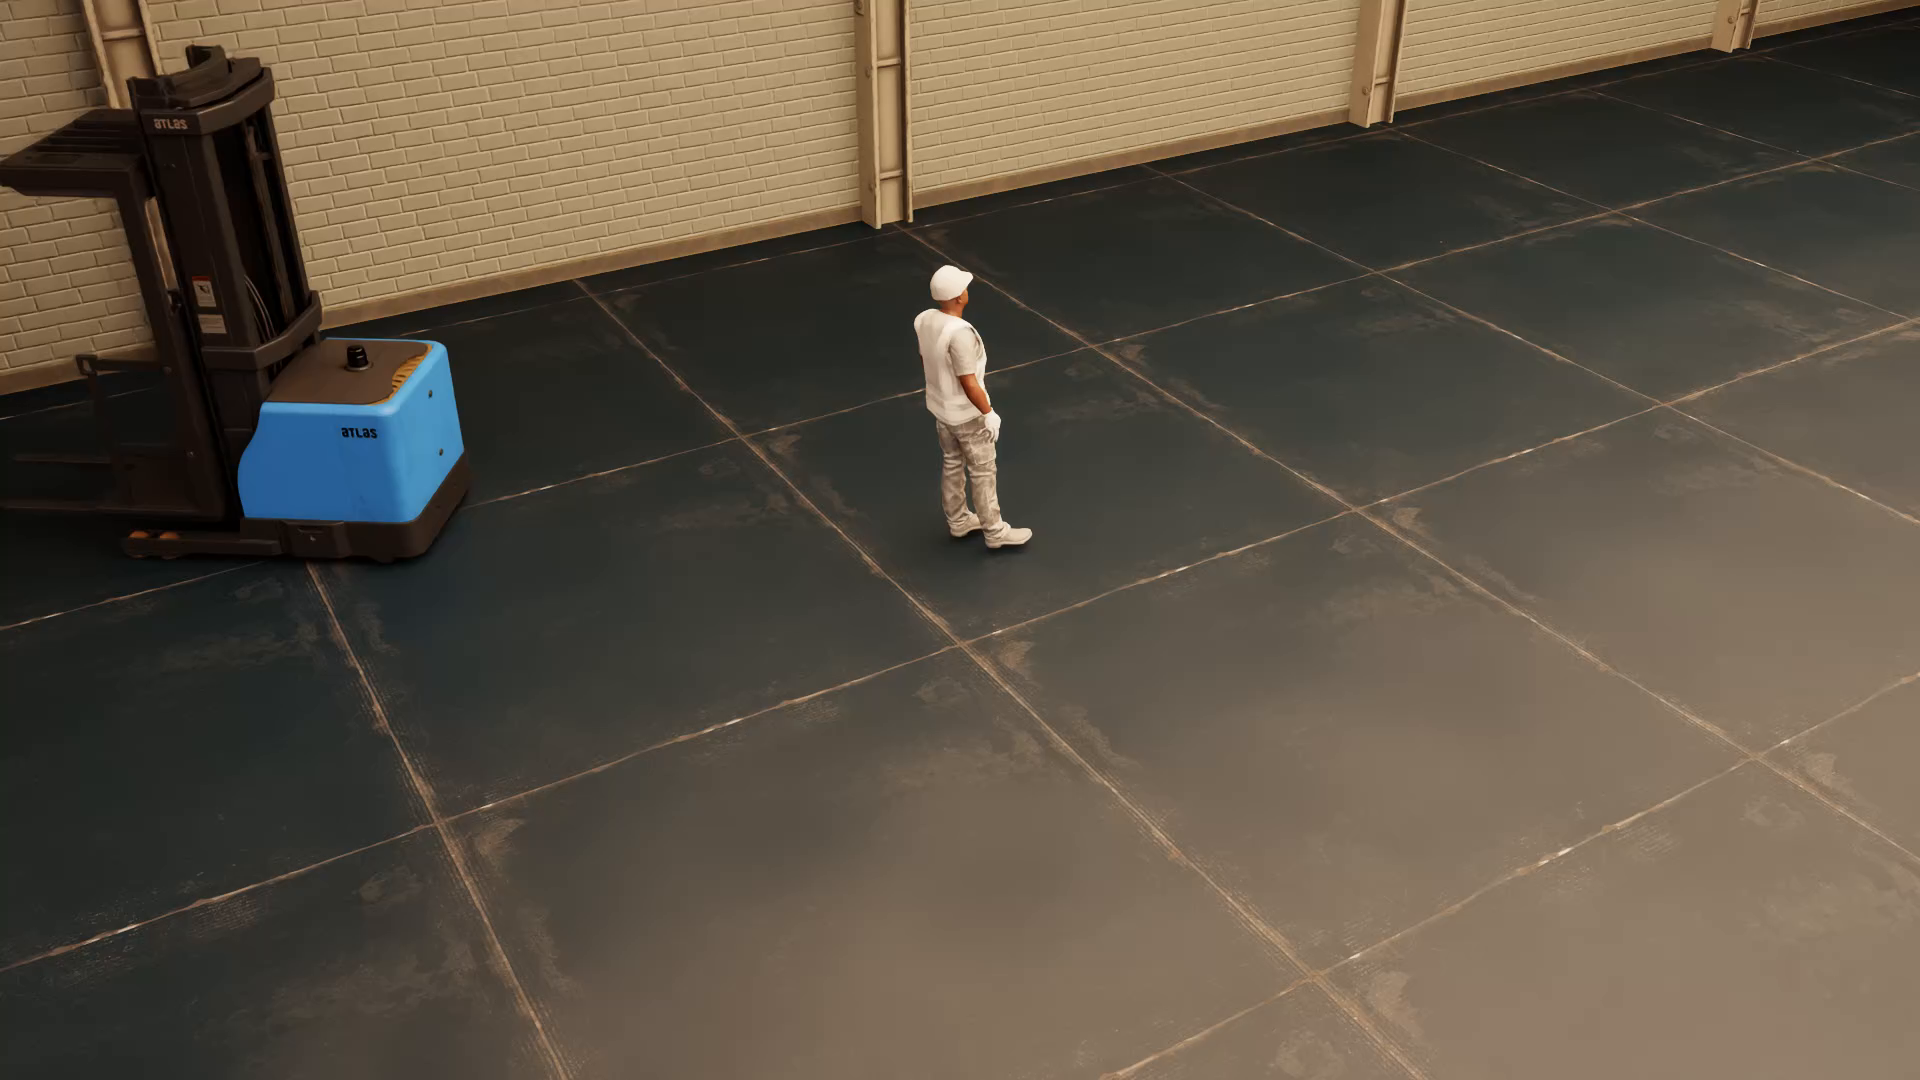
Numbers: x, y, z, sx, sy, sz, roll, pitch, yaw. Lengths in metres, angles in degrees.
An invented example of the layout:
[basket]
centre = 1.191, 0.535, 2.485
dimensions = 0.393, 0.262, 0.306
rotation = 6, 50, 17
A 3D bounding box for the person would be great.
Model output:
[person]
centre = 0.066, -0.821, 10.042
dimensions = 0.577, 1.781, 0.656
rotation = -17, 35, -26

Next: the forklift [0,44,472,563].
[forklift]
centre = -4.769, -1.406, 9.994
dimensions = 3.031, 2.935, 1.130
rotation = 2, 31, 3
